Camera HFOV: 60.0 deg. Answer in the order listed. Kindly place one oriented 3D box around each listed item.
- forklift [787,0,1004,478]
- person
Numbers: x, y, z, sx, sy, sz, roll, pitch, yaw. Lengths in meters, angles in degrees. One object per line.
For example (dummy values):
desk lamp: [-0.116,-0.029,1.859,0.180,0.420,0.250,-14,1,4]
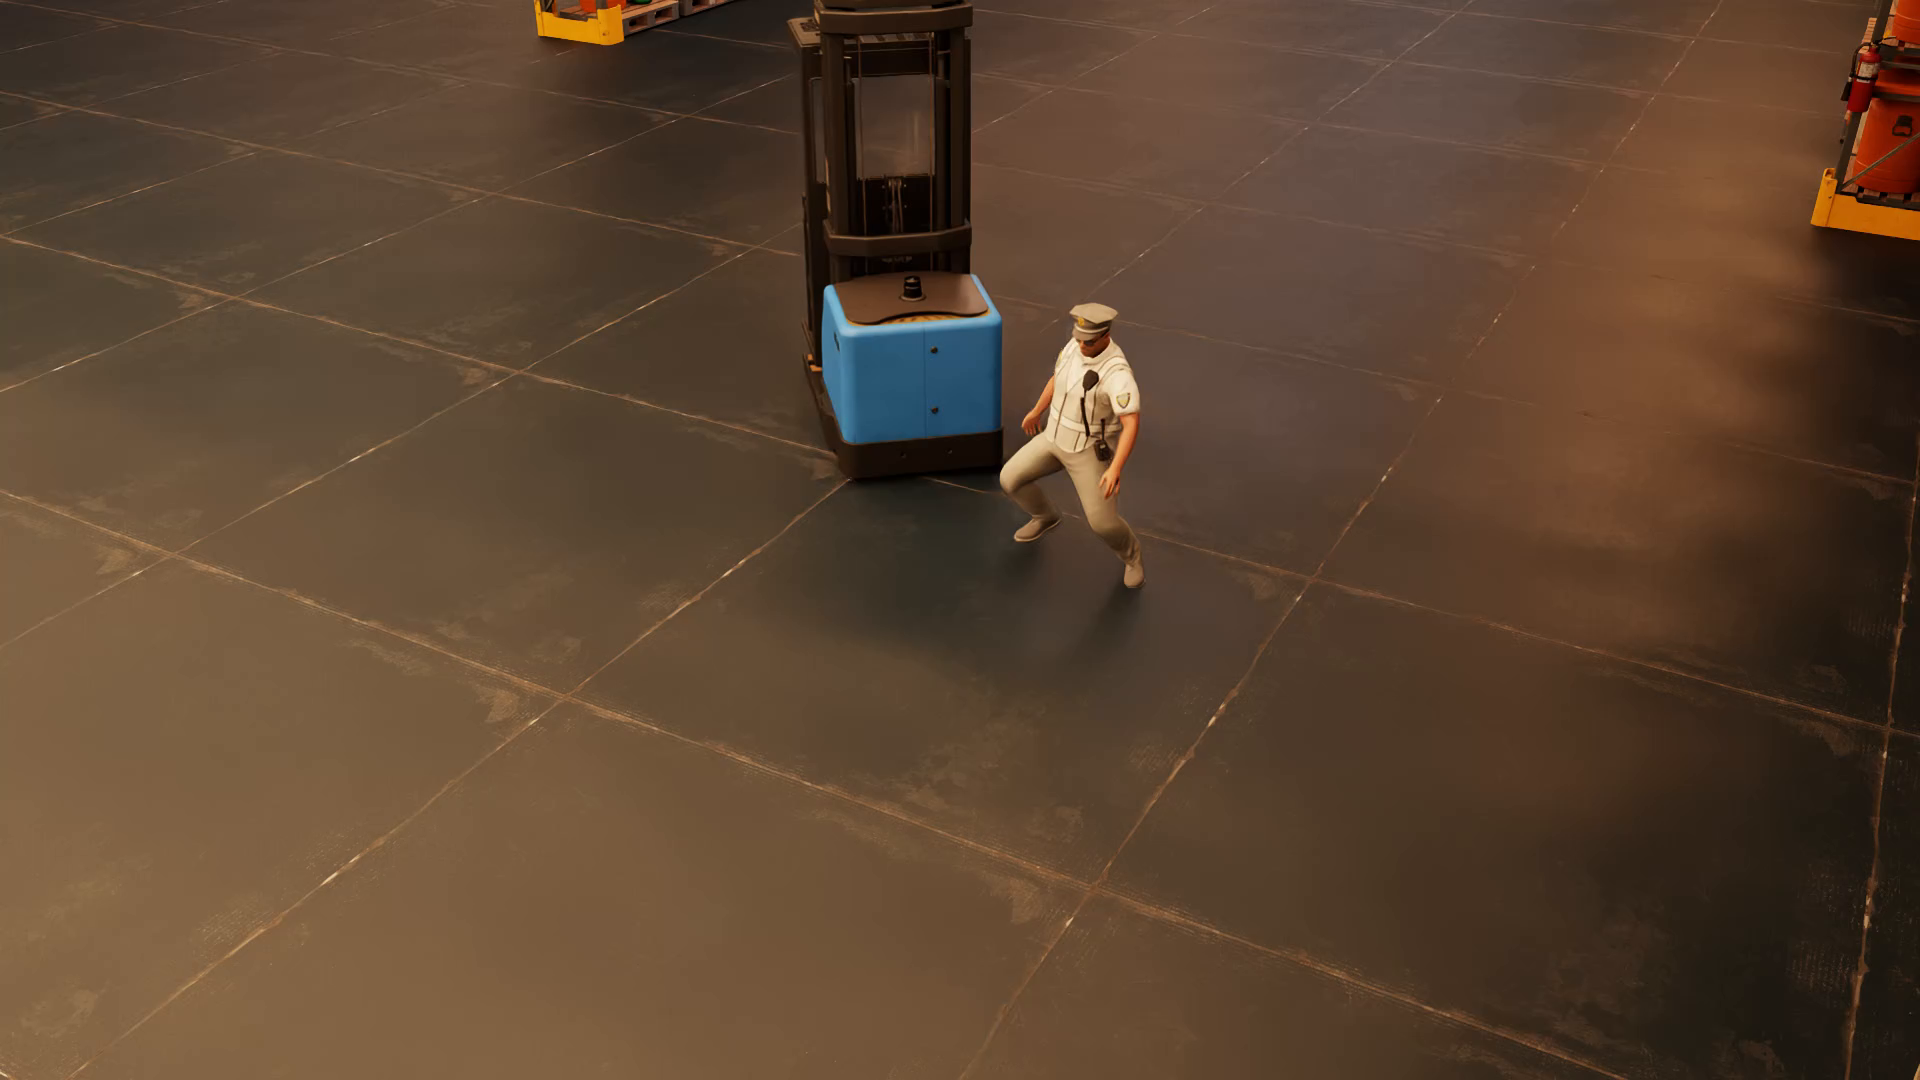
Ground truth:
forklift: [-0.523,-2.383,11.199,1.130,2.935,3.031,-6,31,-10]
person: [0.685,-0.553,9.364,0.638,1.640,0.961,-19,35,-30]
